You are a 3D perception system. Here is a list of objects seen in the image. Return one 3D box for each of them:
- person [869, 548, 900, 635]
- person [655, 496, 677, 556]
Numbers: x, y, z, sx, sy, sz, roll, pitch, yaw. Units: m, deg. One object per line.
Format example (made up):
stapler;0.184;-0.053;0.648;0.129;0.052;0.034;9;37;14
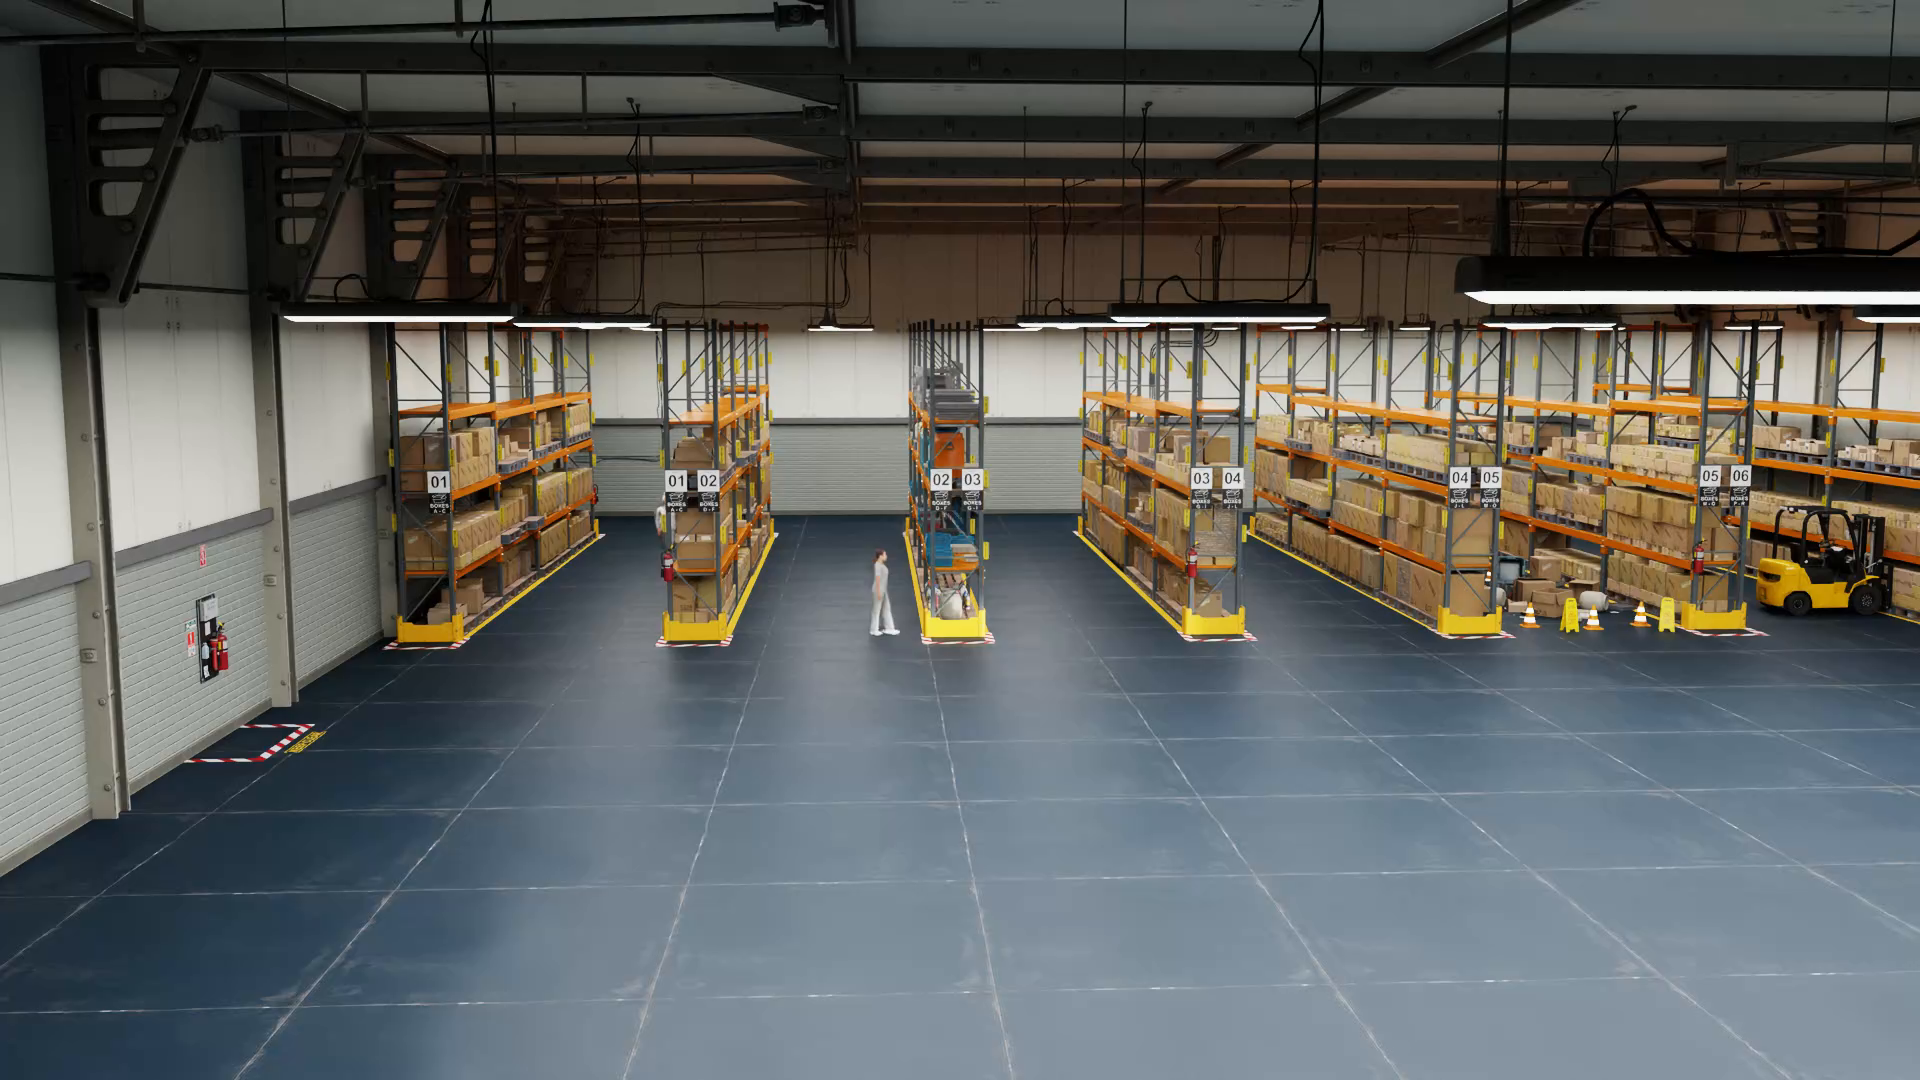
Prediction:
person;-1.463;0.989;31.714;0.575;1.670;0.484;1;7;12
person;-7.344;-0.257;41.524;0.501;1.739;1.012;0;7;1
